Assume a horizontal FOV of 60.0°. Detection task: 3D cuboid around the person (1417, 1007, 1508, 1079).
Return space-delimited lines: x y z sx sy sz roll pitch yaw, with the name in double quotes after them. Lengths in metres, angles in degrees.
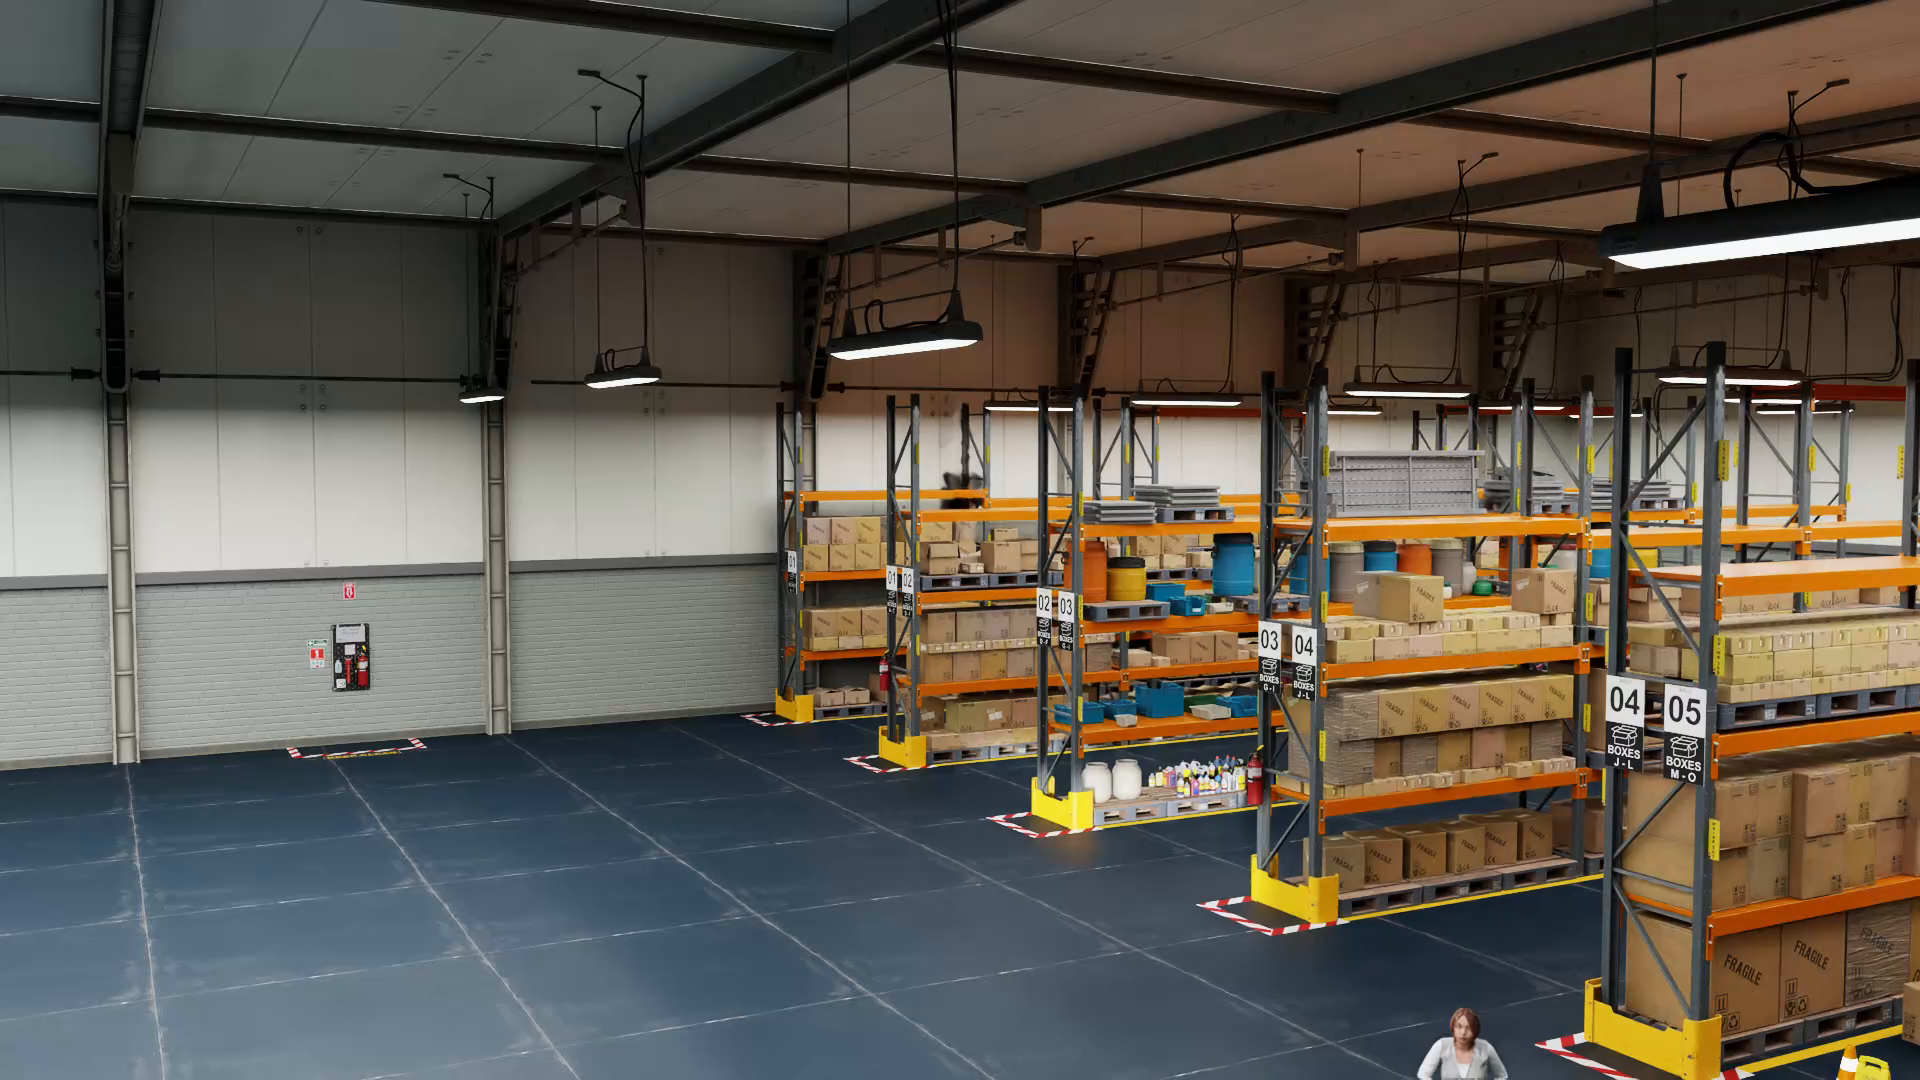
3.259 3.780 10.799 0.566 1.583 0.755 1 3 19 "person"
